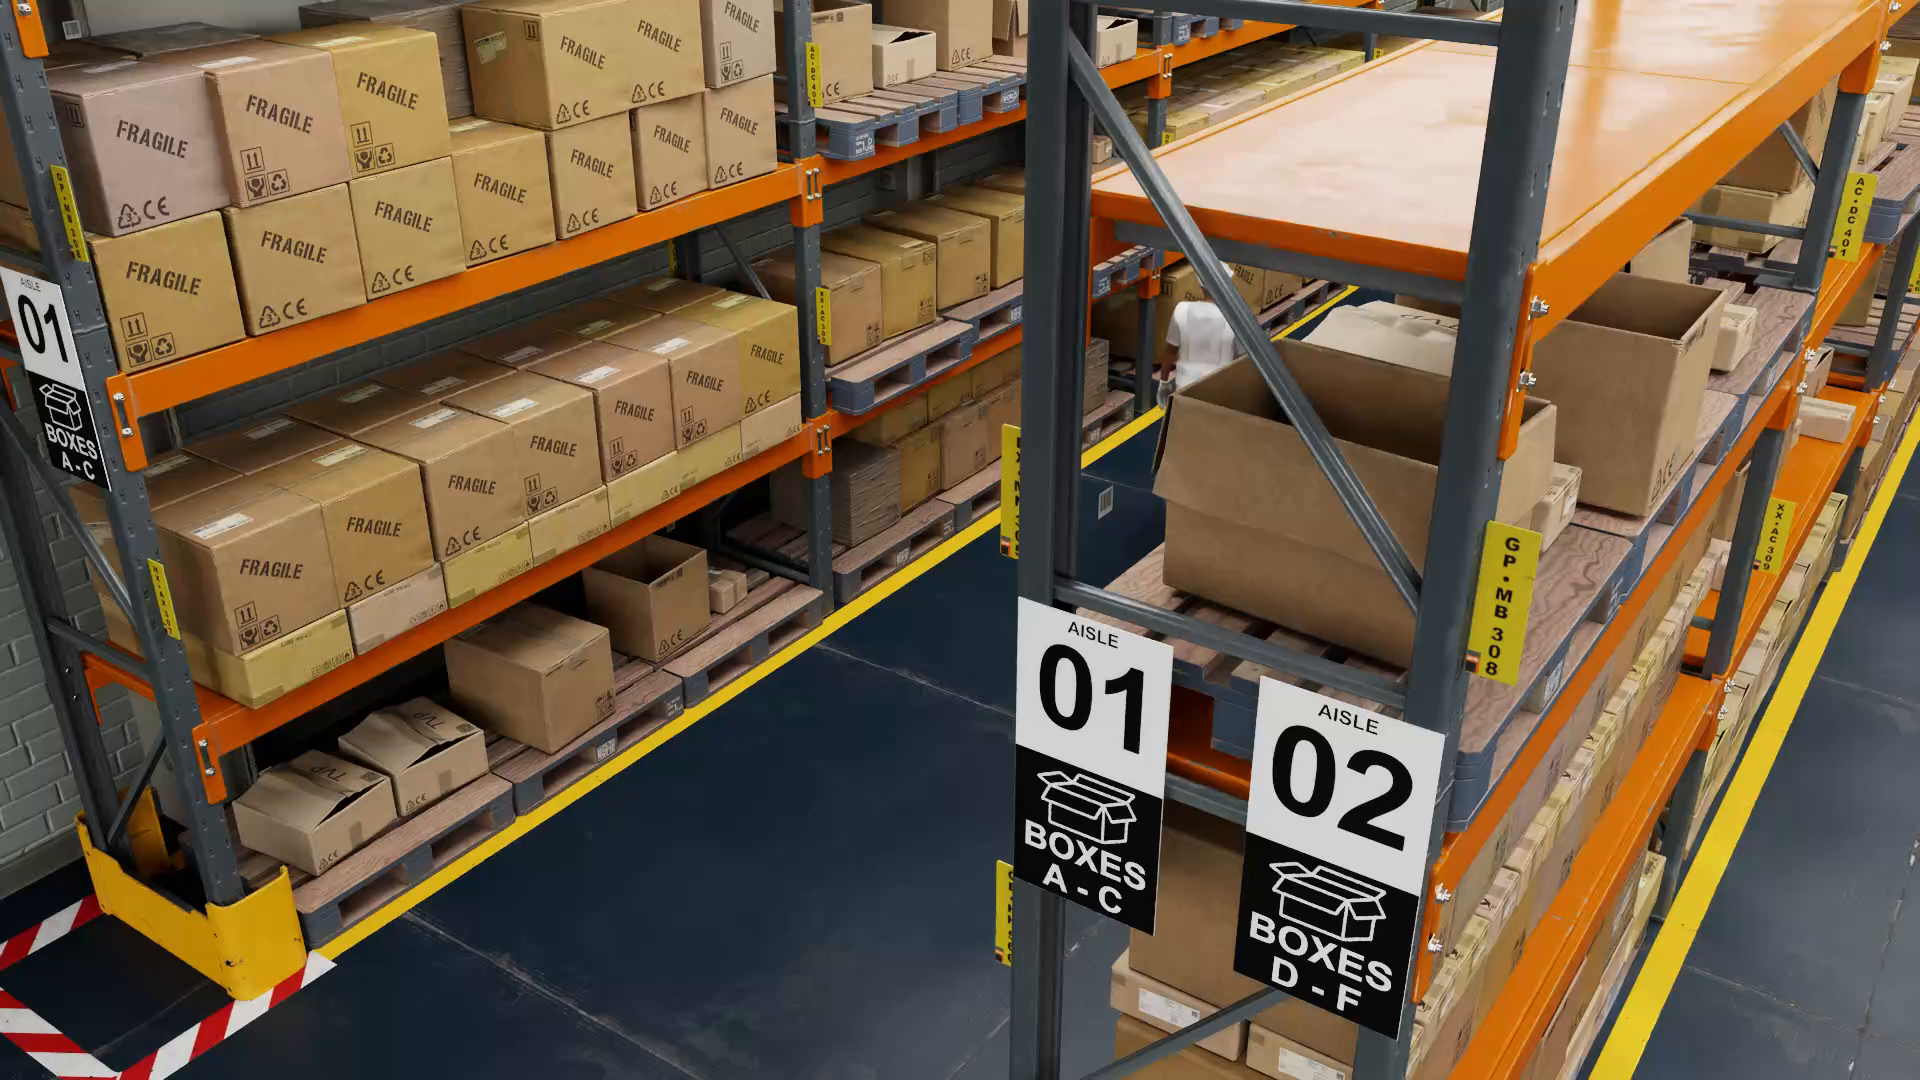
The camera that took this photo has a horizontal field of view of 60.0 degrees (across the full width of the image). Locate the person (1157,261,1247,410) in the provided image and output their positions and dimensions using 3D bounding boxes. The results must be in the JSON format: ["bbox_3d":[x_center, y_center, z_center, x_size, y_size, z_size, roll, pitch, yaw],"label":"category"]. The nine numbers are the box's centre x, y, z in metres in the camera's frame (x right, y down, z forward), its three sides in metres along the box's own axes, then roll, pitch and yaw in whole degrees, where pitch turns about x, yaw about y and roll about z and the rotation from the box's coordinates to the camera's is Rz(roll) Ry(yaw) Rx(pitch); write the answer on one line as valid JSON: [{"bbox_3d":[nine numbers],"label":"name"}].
[{"bbox_3d":[1.666,-1.022,11.187,0.622,1.826,0.573,11,29,21],"label":"person"}]
